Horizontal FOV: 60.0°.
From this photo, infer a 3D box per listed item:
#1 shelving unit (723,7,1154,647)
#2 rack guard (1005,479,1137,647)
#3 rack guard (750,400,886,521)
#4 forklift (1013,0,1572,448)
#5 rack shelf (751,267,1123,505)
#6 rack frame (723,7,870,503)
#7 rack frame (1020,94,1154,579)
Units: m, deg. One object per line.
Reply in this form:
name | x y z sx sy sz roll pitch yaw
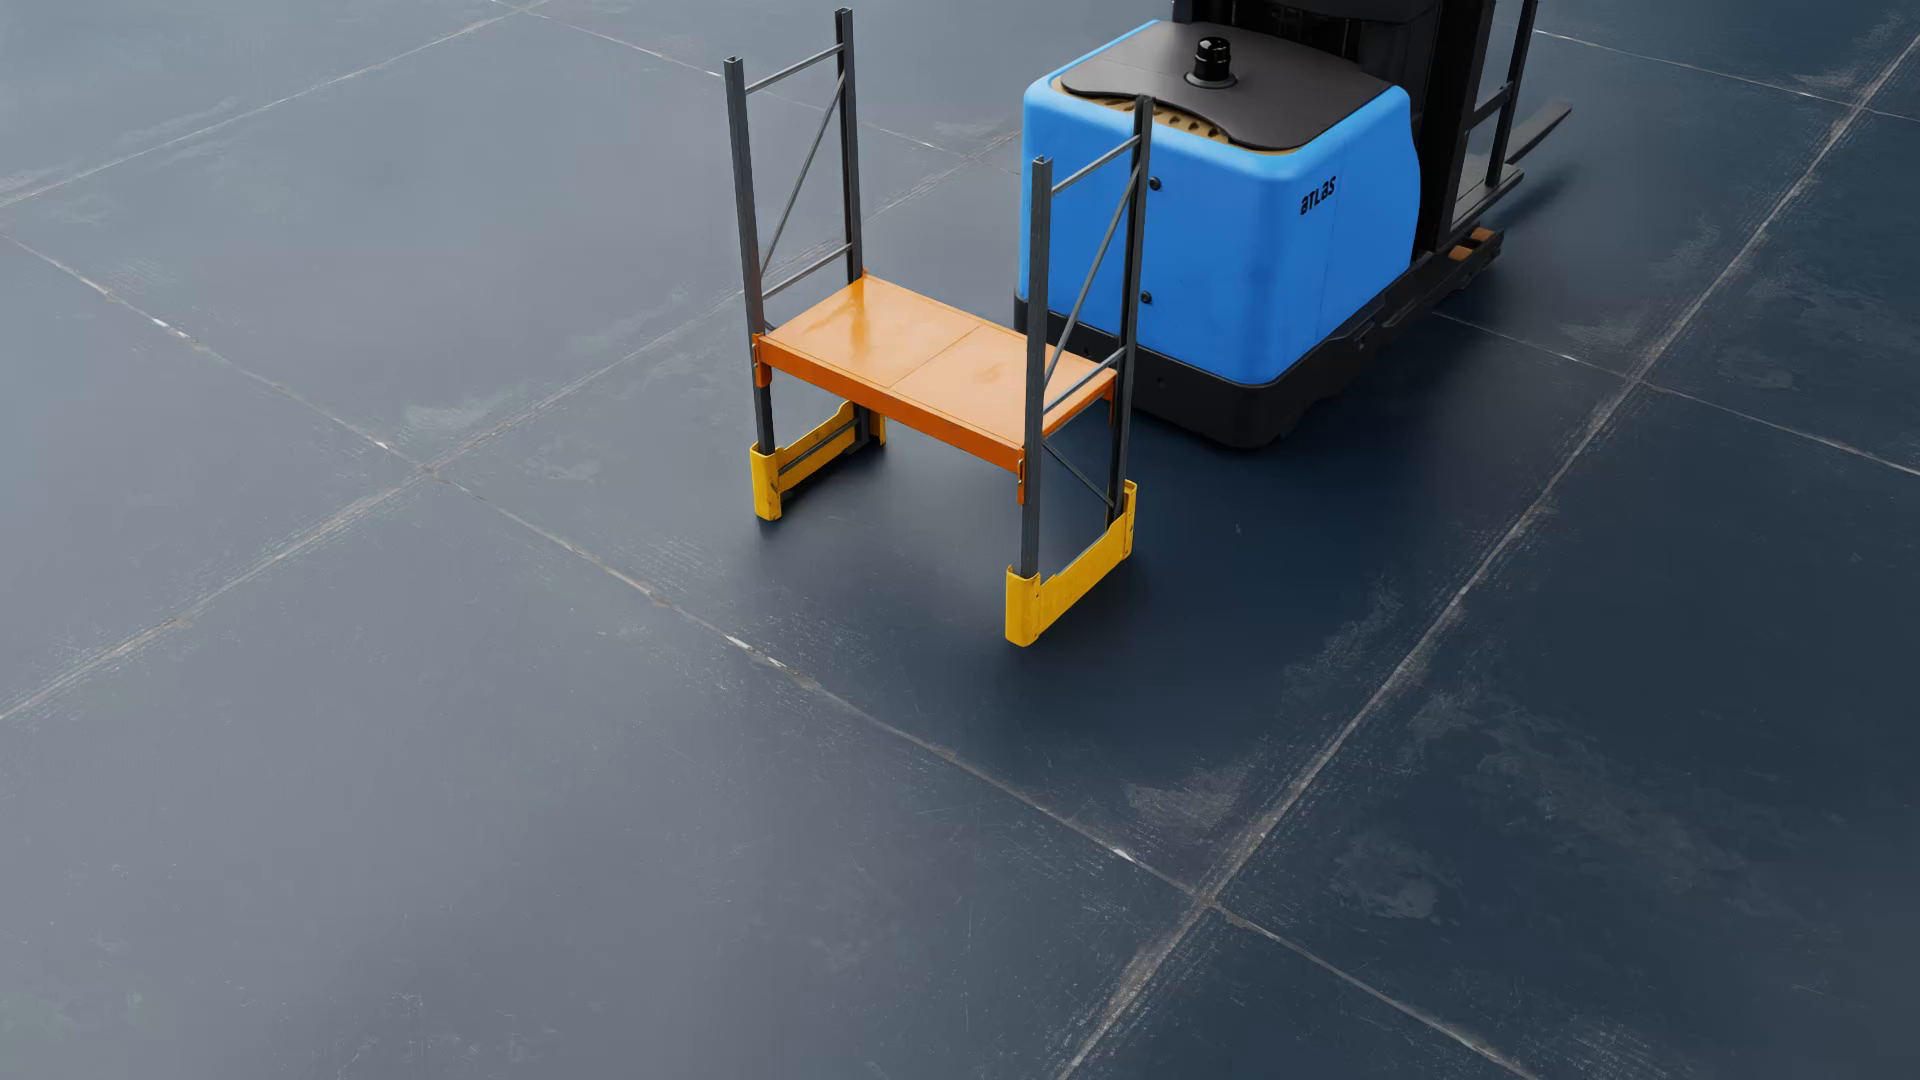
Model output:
shelving unit | -0.061 -0.619 4.824 1.083 1.500 0.587 25 45 29
rack guard | 0.335 0.060 4.971 0.087 0.250 0.587 25 45 29
rack guard | -0.456 -0.313 5.448 0.087 0.250 0.587 25 45 29
forklift | 1.503 -2.305 5.817 1.130 2.935 3.031 26 45 29
rack shelf | -0.068 -0.481 4.939 1.000 0.185 0.538 25 45 29
rack frame | -0.472 -0.813 5.072 0.032 1.500 0.500 25 45 29
rack frame | 0.336 -0.432 4.585 0.032 1.500 0.500 25 45 29
